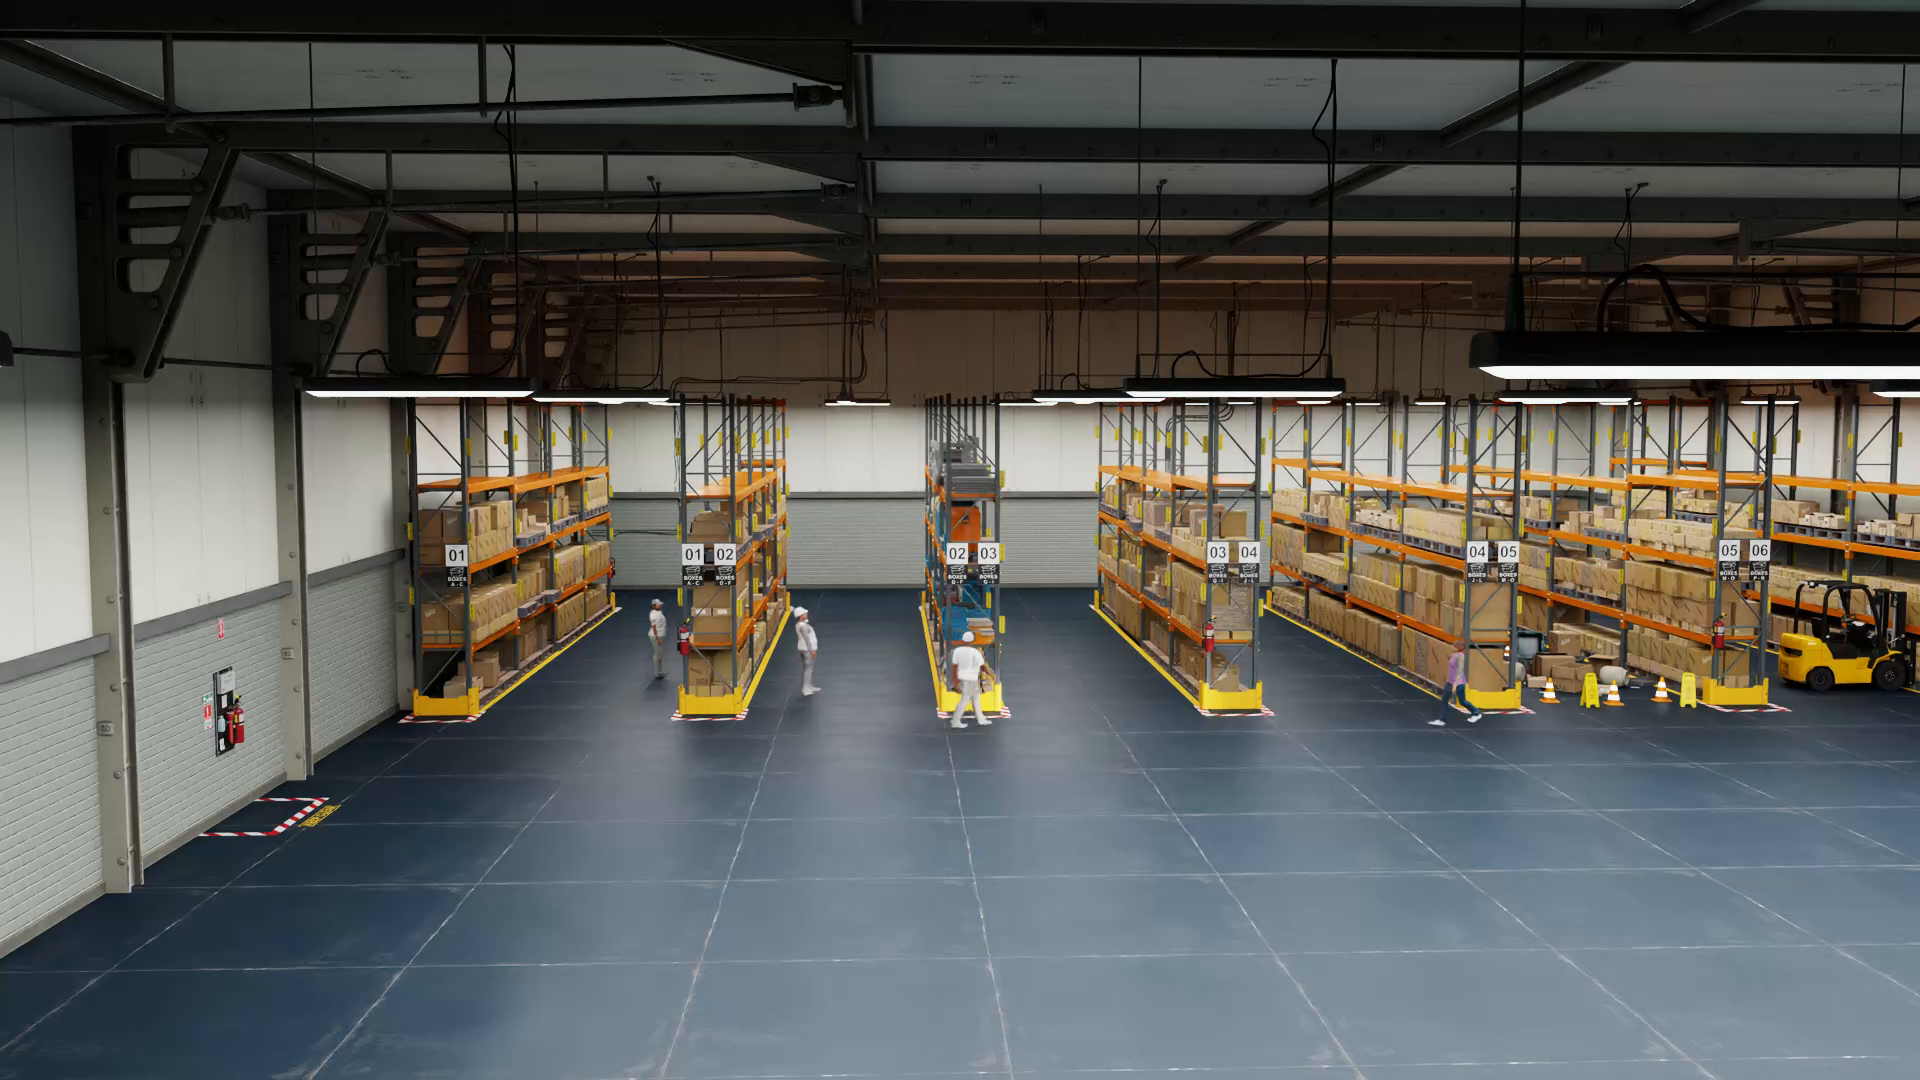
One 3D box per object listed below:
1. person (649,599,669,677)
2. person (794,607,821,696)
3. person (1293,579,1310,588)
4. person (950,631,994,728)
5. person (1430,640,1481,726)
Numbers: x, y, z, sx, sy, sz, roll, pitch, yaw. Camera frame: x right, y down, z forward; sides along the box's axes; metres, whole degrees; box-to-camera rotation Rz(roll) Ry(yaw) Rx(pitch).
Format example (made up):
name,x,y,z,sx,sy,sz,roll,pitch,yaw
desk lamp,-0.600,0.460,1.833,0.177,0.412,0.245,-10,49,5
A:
name,x,y,z,sx,sy,sz,roll,pitch,yaw
person,-6.429,2.086,35.544,0.421,1.669,0.517,-1,5,-11
person,-2.987,2.207,33.252,0.622,1.749,0.557,-3,5,-34
person,10.135,1.042,49.075,0.985,1.593,0.594,1,5,11
person,0.238,2.485,29.722,0.876,1.731,0.530,-2,5,-19
person,8.963,2.571,29.936,0.899,1.556,0.403,-2,5,-19
